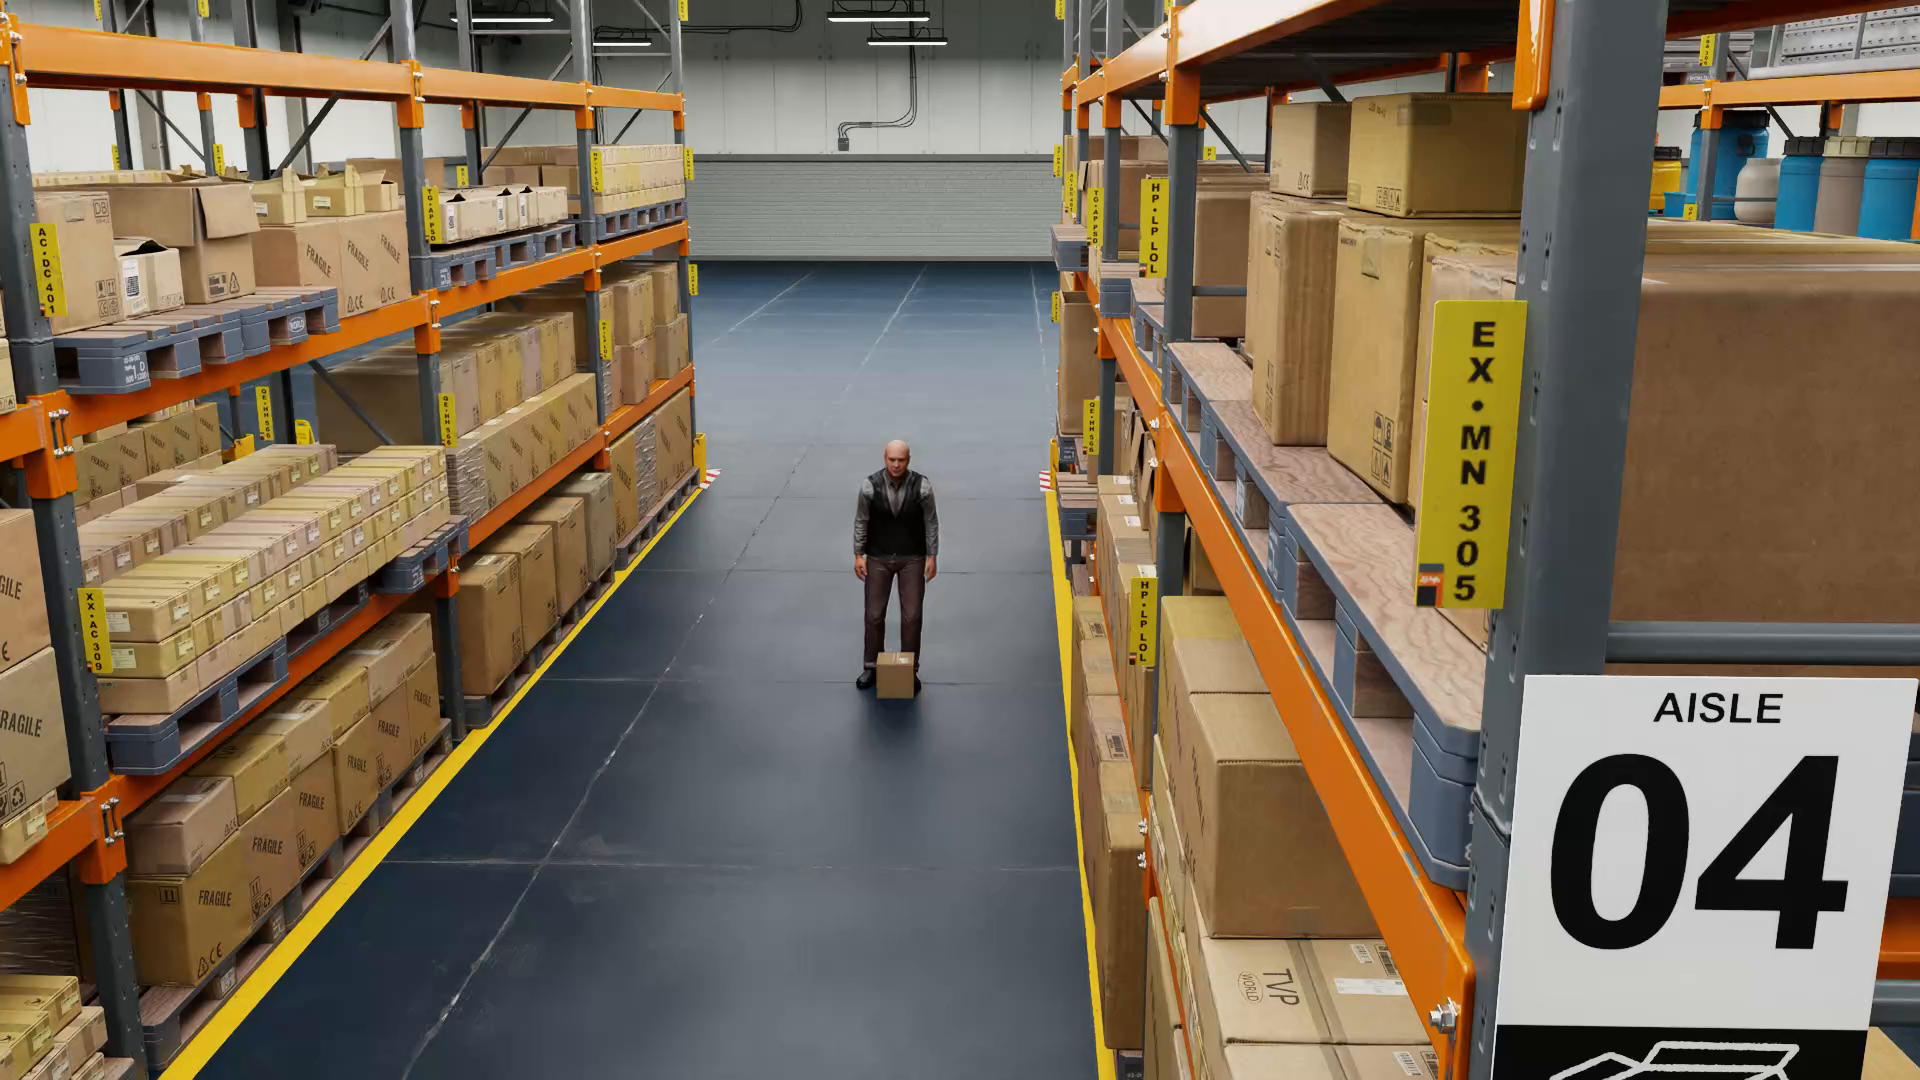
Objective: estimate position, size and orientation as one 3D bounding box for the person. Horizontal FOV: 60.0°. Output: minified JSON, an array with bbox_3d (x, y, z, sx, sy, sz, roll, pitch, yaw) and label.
[{"bbox_3d":[-0.439,0.151,11.434,0.583,1.721,0.461,0,14,1],"label":"person"}]
